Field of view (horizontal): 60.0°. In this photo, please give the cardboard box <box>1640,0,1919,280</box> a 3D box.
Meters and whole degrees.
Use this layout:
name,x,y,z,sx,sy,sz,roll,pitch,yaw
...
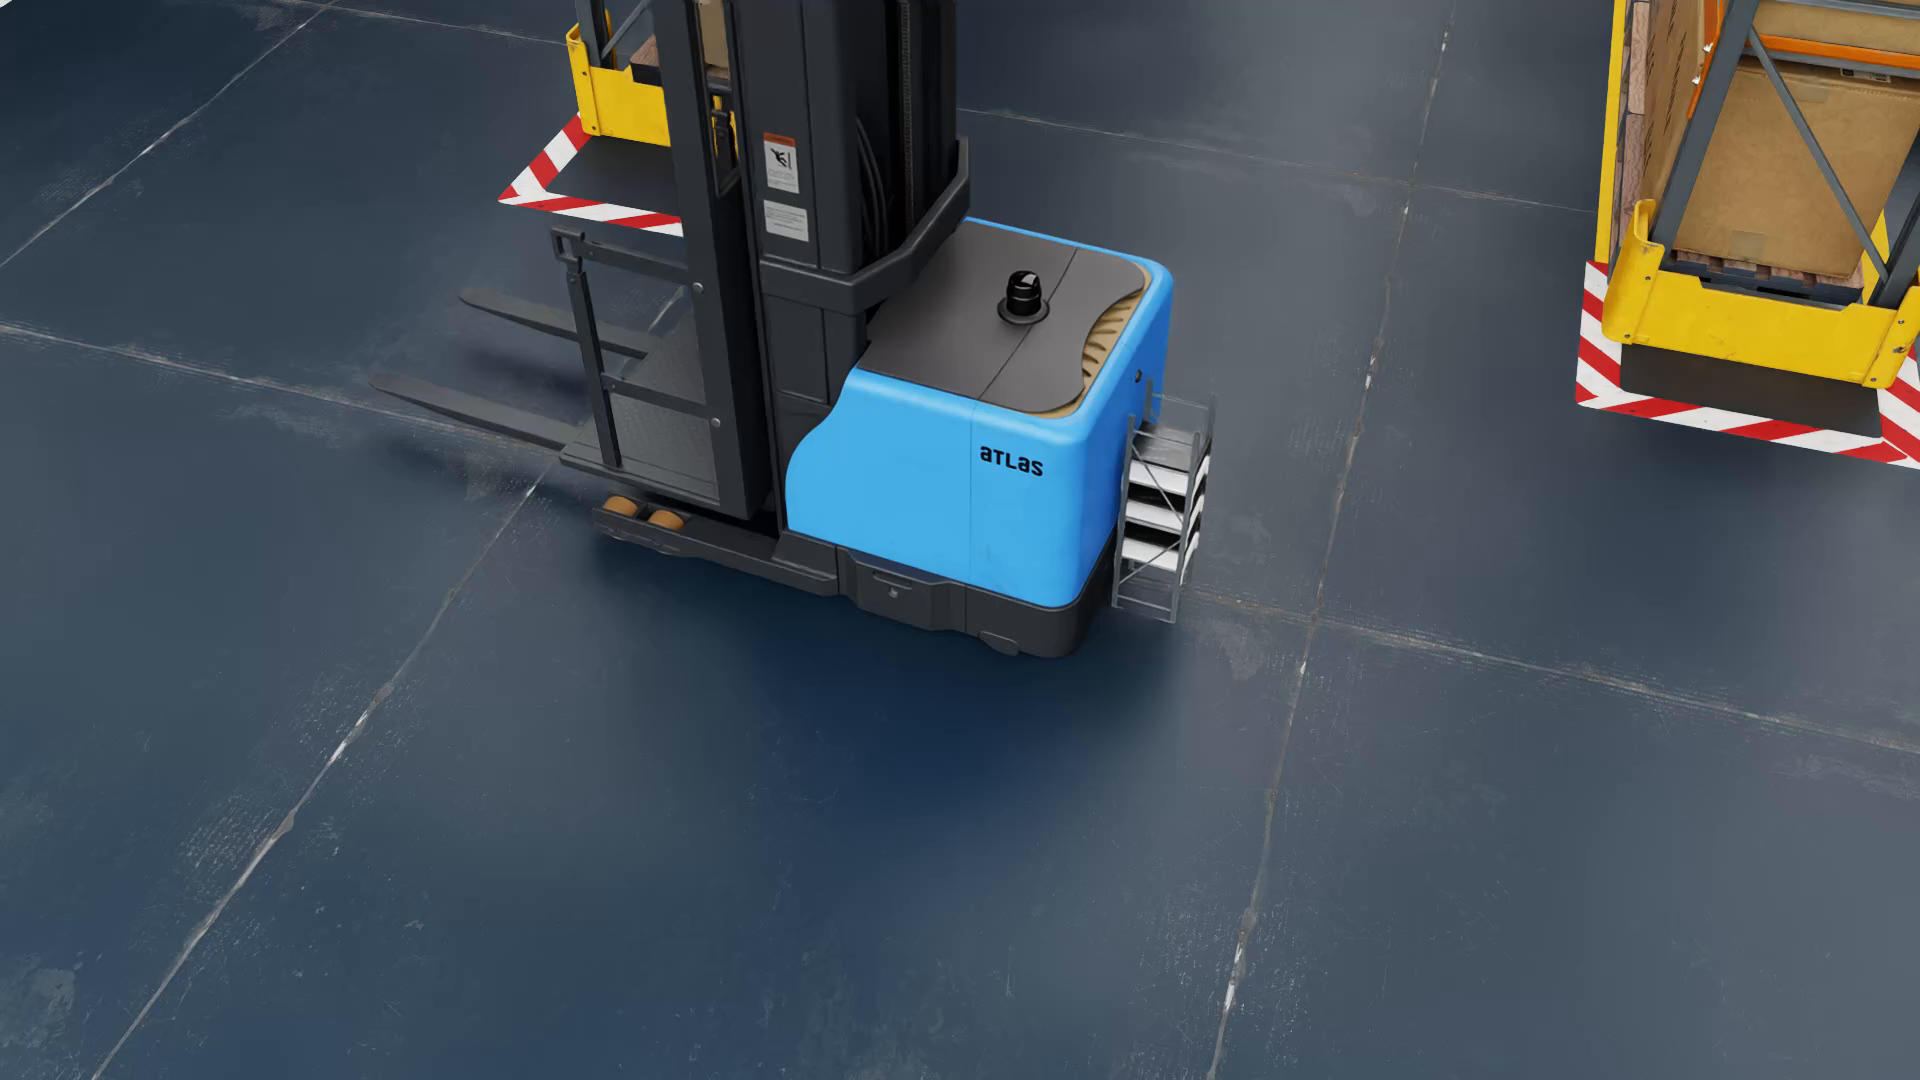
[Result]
name,x,y,z,sx,sy,sz,roll,pitch,yaw
cardboard box,3.508,-1.797,7.161,0.875,0.875,0.875,13,46,13

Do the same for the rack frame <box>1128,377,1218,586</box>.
name,x,y,z,sx,sy,sz,roll,pitch,yaw
rack frame,0.733,-0.185,5.796,0.240,0.900,0.006,16,46,15

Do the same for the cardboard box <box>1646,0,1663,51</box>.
name,x,y,z,sx,sy,sz,roll,pitch,yaw
cardboard box,4.051,-2.991,8.381,0.875,0.875,0.875,13,46,13

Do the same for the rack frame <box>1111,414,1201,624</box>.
name,x,y,z,sx,sy,sz,roll,pitch,yaw
rack frame,0.658,-0.053,5.661,0.240,0.900,0.006,16,46,15

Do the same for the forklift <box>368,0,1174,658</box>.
name,x,y,z,sx,sy,sz,roll,pitch,yaw
forklift,-0.820,-1.317,5.500,3.031,2.935,1.130,17,47,16

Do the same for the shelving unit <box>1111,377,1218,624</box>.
name,x,y,z,sx,sy,sz,roll,pitch,yaw
shelving unit,0.696,-0.119,5.728,0.258,0.900,0.210,16,46,15

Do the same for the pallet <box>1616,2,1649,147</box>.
name,x,y,z,sx,sy,sz,roll,pitch,yaw
pallet,3.905,-2.304,8.453,1.003,0.211,1.213,13,46,13

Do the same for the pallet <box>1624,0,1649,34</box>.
name,x,y,z,sx,sy,sz,roll,pitch,yaw
pallet,4.272,-3.120,9.287,1.003,0.211,1.213,13,46,13

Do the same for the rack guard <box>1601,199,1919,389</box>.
name,x,y,z,sx,sy,sz,roll,pitch,yaw
rack guard,3.359,-1.031,6.946,1.175,0.500,0.348,13,46,13

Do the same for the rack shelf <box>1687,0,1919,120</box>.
name,x,y,z,sx,sy,sz,roll,pitch,yaw
rack shelf,3.971,-3.016,7.702,1.077,0.370,4.000,13,46,13

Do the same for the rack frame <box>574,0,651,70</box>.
name,x,y,z,sx,sy,sz,roll,pitch,yaw
rack frame,-1.331,-3.058,7.231,1.000,3.000,0.127,13,46,13

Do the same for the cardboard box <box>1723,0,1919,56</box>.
name,x,y,z,sx,sy,sz,roll,pitch,yaw
cardboard box,3.435,-2.251,6.298,0.875,0.550,0.550,13,46,13

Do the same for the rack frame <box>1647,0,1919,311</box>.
name,x,y,z,sx,sy,sz,roll,pitch,yaw
rack frame,3.366,-1.940,6.088,1.000,3.000,0.127,13,46,13

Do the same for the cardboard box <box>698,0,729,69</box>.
name,x,y,z,sx,sy,sz,roll,pitch,yaw
cardboard box,-1.126,-2.728,8.380,0.500,0.500,0.500,21,48,20

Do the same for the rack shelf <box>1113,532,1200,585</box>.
name,x,y,z,sx,sy,sz,roll,pitch,yaw
rack shelf,0.696,0.034,5.877,0.258,0.077,0.200,16,46,15

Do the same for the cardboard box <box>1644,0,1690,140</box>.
name,x,y,z,sx,sy,sz,roll,pitch,yaw
cardboard box,3.773,-2.384,7.760,0.875,0.875,0.875,12,46,12

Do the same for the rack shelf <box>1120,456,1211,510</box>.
name,x,y,z,sx,sy,sz,roll,pitch,yaw
rack shelf,0.696,-0.224,5.625,0.258,0.077,0.200,16,46,15

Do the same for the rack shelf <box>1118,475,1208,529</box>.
name,x,y,z,sx,sy,sz,roll,pitch,yaw
rack shelf,0.696,-0.159,5.688,0.258,0.077,0.200,16,46,15

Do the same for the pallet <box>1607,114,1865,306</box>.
name,x,y,z,sx,sy,sz,roll,pitch,yaw
pallet,3.533,-1.493,7.625,1.003,0.211,1.213,13,46,13

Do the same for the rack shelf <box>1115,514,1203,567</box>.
name,x,y,z,sx,sy,sz,roll,pitch,yaw
rack shelf,0.696,-0.031,5.814,0.258,0.077,0.200,16,46,15

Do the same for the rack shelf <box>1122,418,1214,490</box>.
name,x,y,z,sx,sy,sz,roll,pitch,yaw
rack shelf,0.696,-0.288,5.563,0.258,0.077,0.200,16,46,15

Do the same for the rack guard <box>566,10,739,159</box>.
name,x,y,z,sx,sy,sz,roll,pitch,yaw
rack guard,-1.308,-2.215,8.157,1.175,0.500,0.348,13,46,13

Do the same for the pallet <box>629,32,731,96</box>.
name,x,y,z,sx,sy,sz,roll,pitch,yaw
pallet,-1.028,-2.646,8.803,1.003,0.211,1.213,13,46,13

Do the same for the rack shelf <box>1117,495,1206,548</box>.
name,x,y,z,sx,sy,sz,roll,pitch,yaw
rack shelf,0.696,-0.095,5.751,0.258,0.077,0.200,16,46,15
